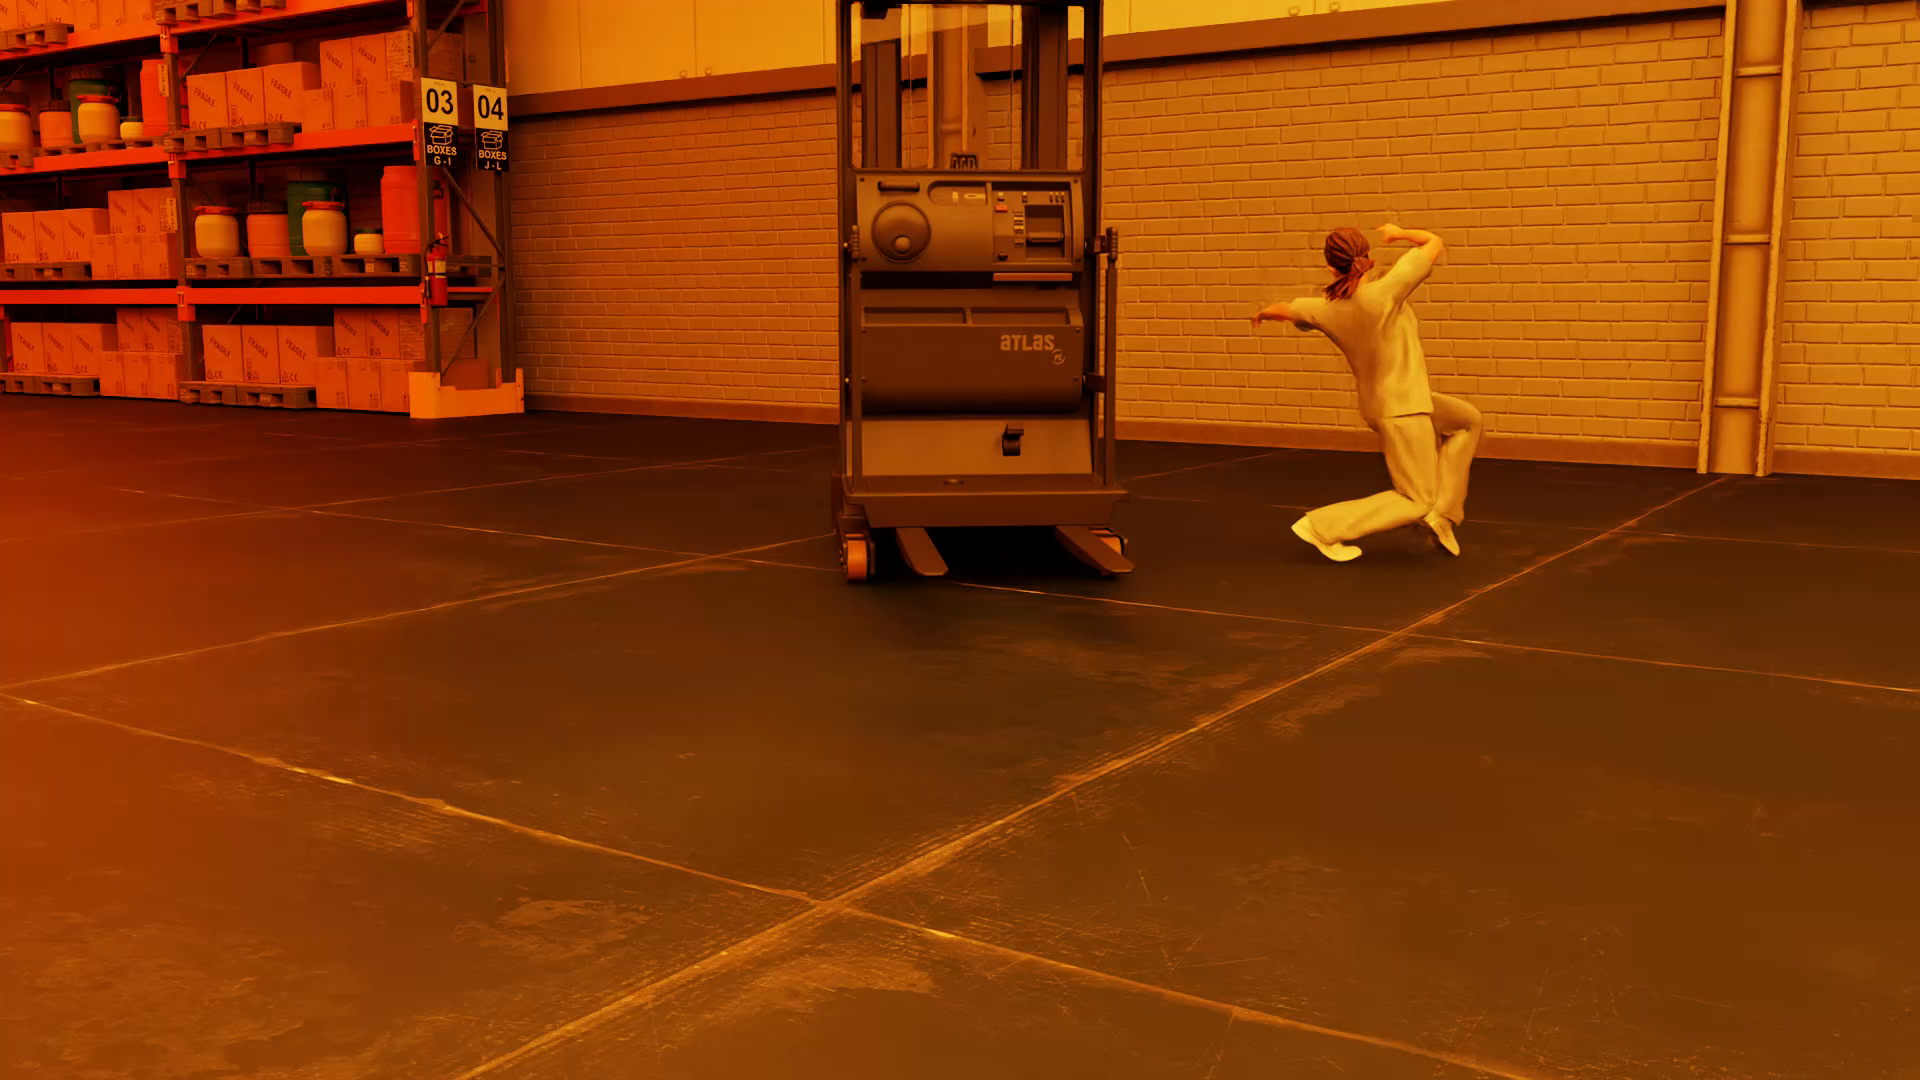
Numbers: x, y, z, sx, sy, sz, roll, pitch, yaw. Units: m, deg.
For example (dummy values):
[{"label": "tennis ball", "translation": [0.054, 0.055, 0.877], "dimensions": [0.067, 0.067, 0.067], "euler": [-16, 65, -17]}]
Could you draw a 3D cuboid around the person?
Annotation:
[{"label": "person", "translation": [1.838, -0.596, 6.943], "dimensions": [0.823, 1.217, 0.535], "euler": [-2, 8, -14]}]

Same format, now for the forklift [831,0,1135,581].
[{"label": "forklift", "translation": [0.065, -1.338, 6.603], "dimensions": [1.130, 2.935, 3.031], "euler": [-1, 8, -6]}]
